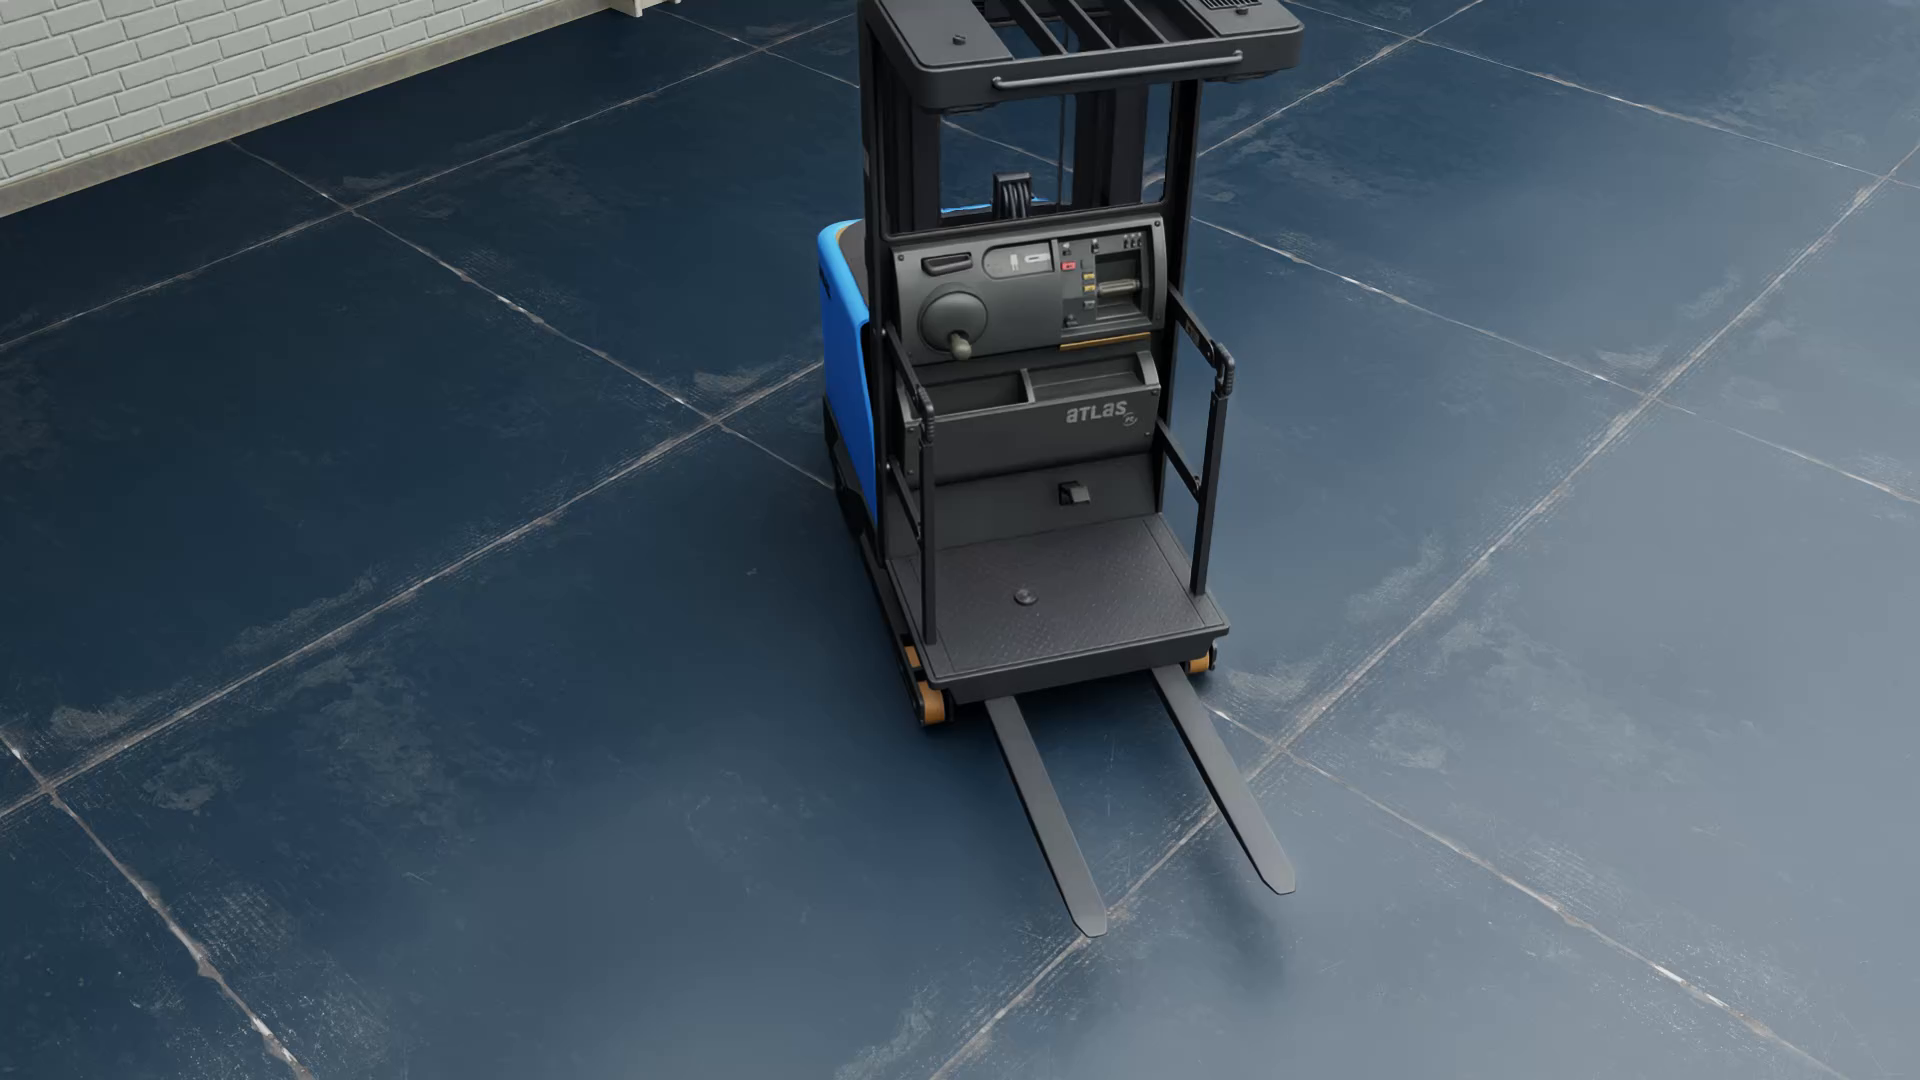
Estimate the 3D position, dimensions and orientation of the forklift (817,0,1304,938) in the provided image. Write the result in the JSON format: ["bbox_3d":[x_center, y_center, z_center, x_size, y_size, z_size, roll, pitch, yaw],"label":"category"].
[{"bbox_3d":[0.300,-0.761,5.352,1.130,2.935,3.031,-10,40,-12],"label":"forklift"}]

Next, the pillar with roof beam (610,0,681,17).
[{"bbox_3d":[1.025,-5.377,6.282,9.100,9.000,0.400,30,47,32],"label":"pillar with roof beam"}]
